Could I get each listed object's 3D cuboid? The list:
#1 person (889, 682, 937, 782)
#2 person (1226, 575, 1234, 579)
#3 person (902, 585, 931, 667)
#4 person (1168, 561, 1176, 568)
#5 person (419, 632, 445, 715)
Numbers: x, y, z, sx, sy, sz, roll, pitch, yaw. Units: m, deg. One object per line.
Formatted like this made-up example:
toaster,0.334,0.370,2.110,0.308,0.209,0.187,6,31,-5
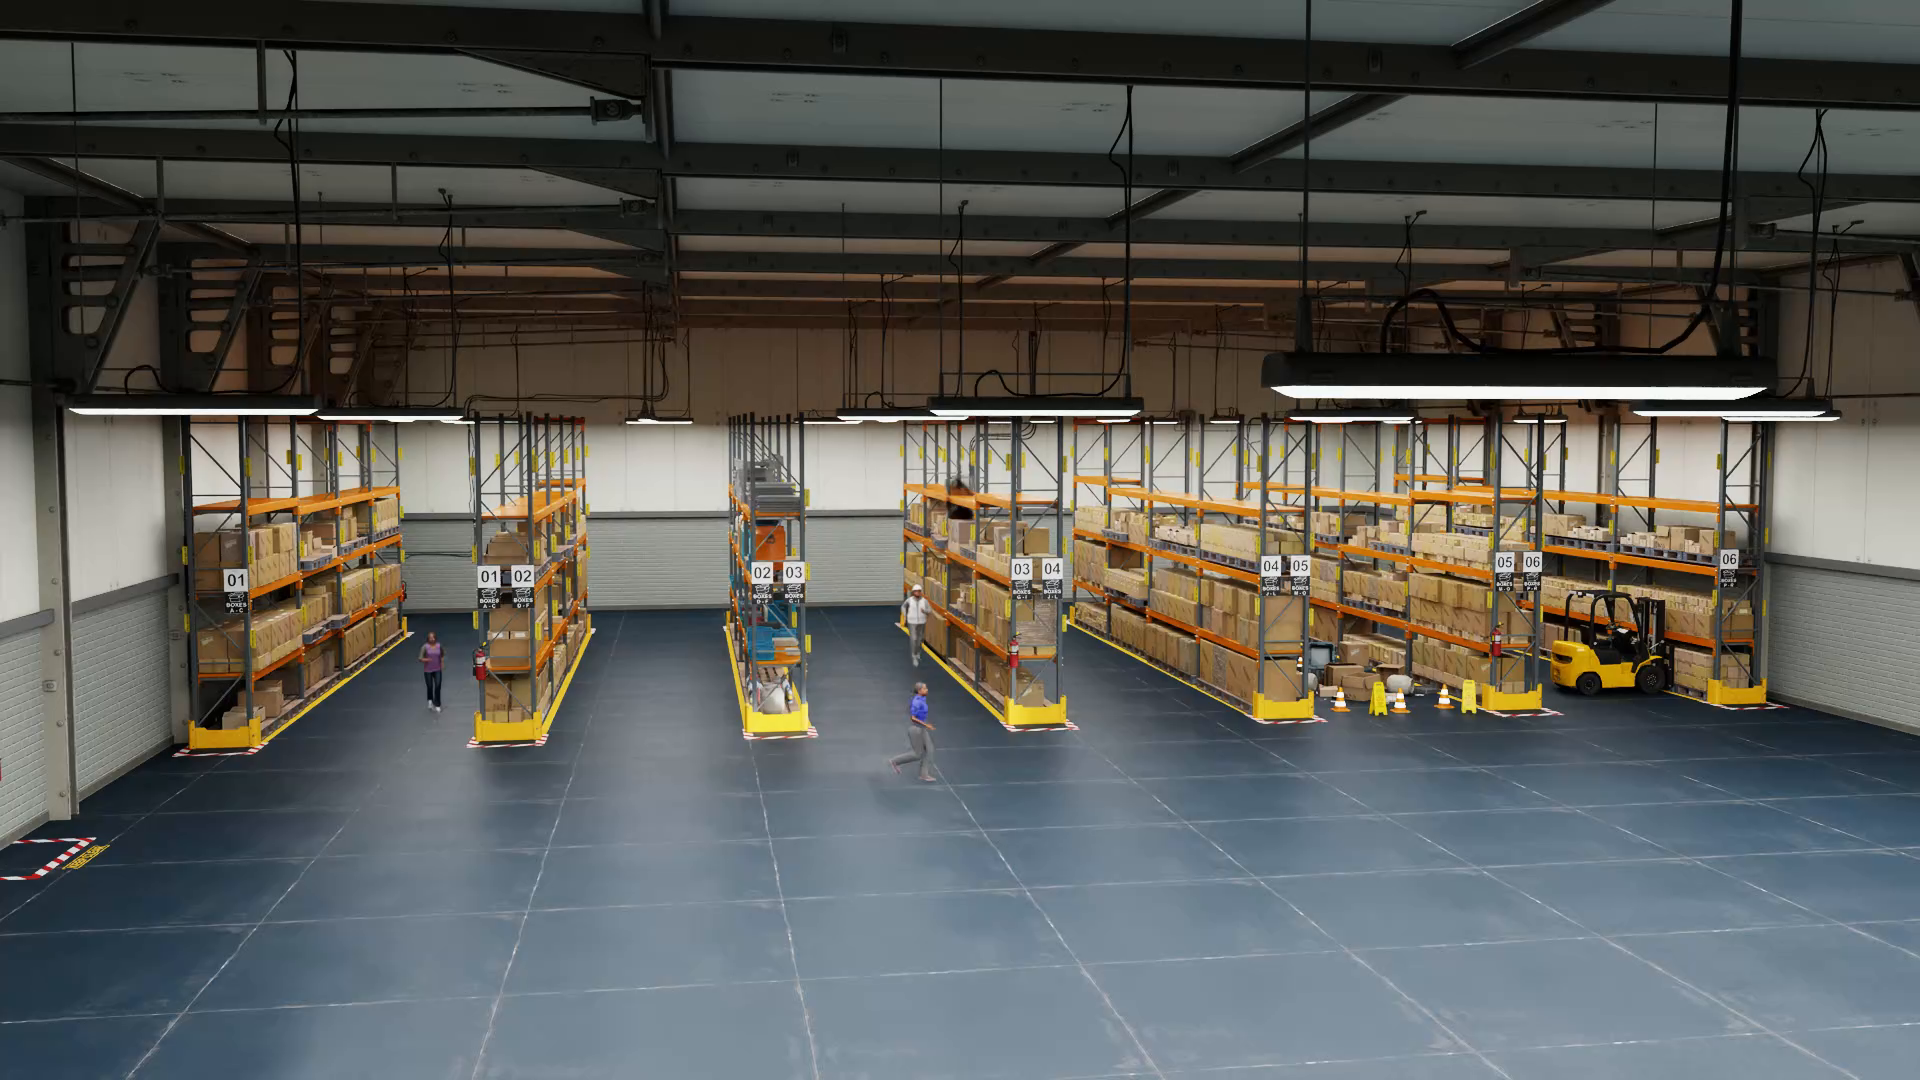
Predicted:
person,-0.748,3.093,26.860,0.768,1.624,0.565,1,4,8
person,8.275,1.416,50.732,0.913,1.643,0.658,0,4,2
person,-0.983,1.939,38.156,0.636,1.833,0.793,-1,4,-13
person,6.469,1.461,50.449,0.818,1.692,0.638,0,4,-2
person,-10.555,2.638,33.282,0.535,1.606,0.851,-2,4,-23
